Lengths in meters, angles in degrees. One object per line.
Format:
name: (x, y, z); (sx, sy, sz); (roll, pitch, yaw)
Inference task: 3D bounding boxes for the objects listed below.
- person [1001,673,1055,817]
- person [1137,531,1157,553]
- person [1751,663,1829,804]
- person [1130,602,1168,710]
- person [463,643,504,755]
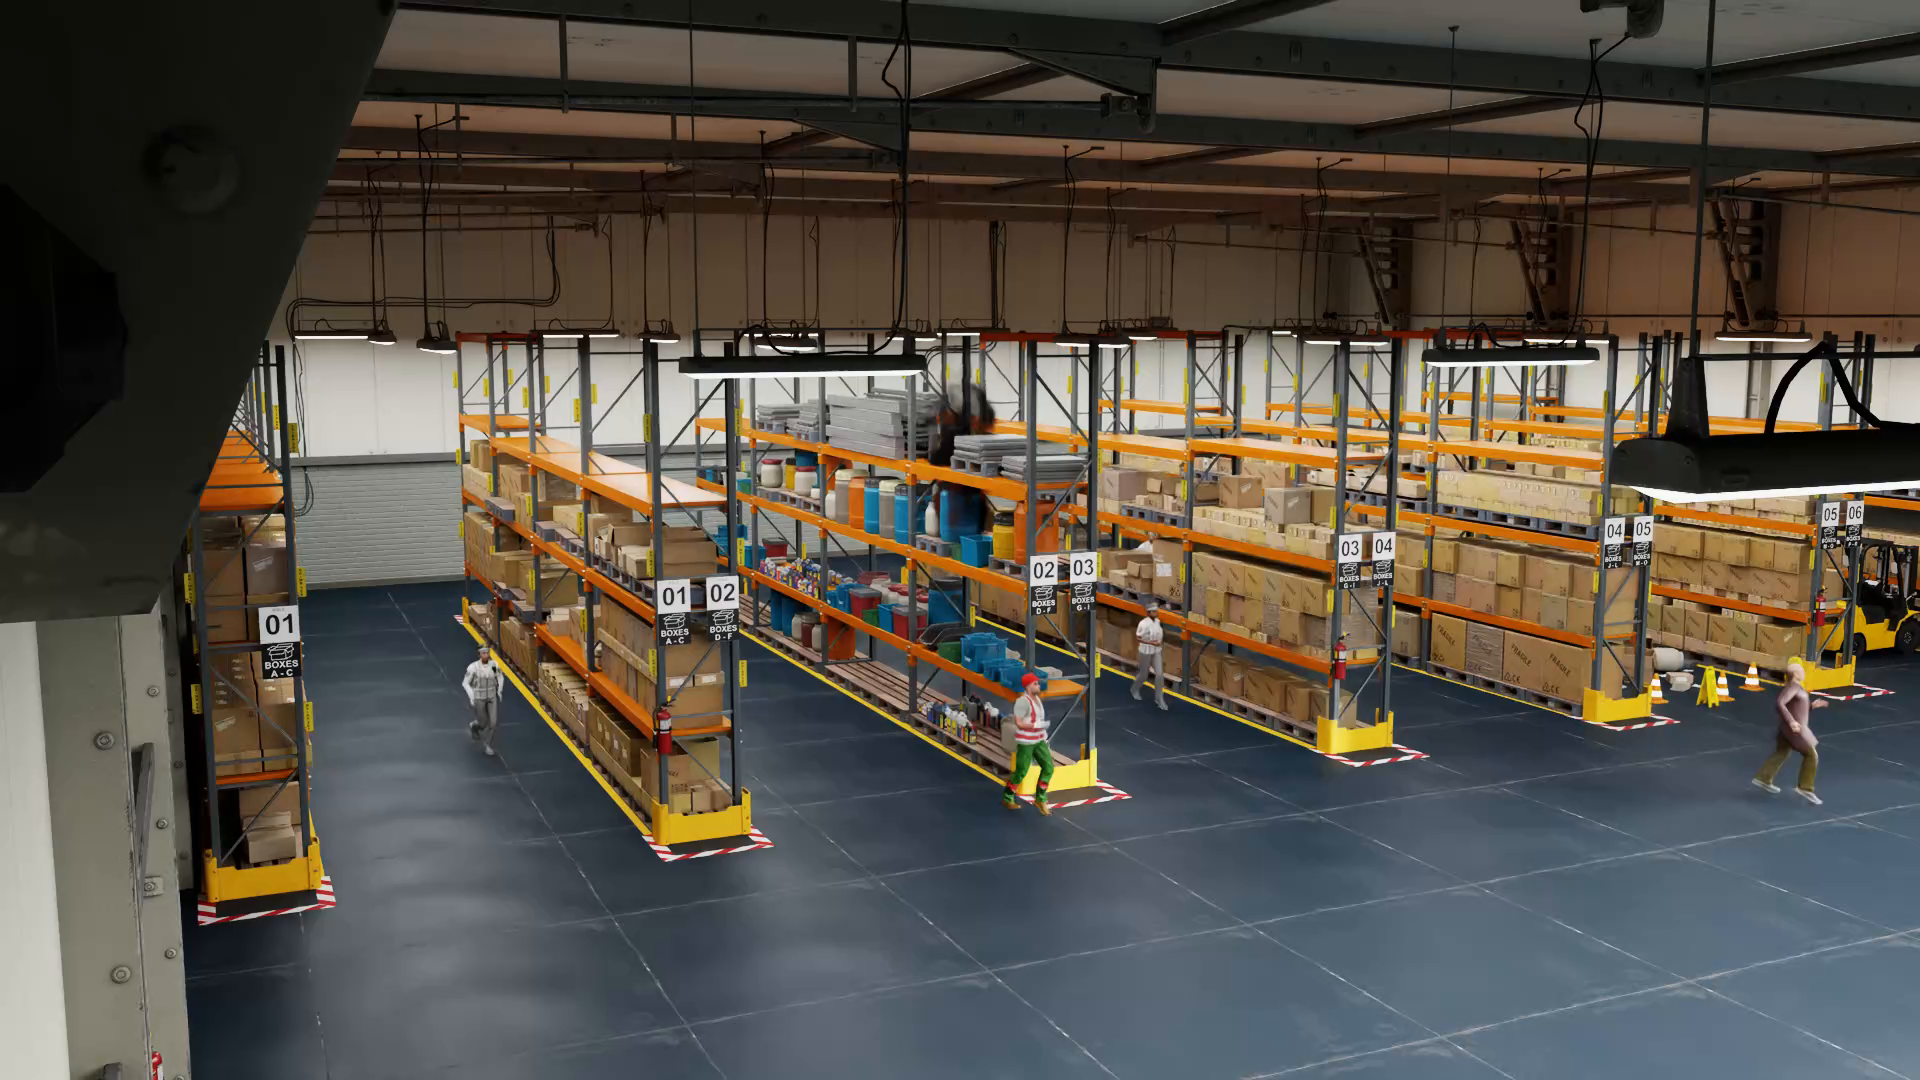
person: (0.886, 2.599, 21.173); (0.686, 1.832, 0.665); (5, 9, 33)
person: (4.118, 0.632, 35.889); (0.673, 1.770, 0.673); (-3, 8, -22)
person: (10.887, 2.521, 21.785); (0.859, 1.843, 0.675); (2, 8, 12)
person: (3.075, 1.853, 27.081); (0.569, 1.721, 0.848); (-4, 9, -28)
person: (-6.922, 2.279, 24.173); (0.603, 1.643, 0.592); (-5, 9, -33)
